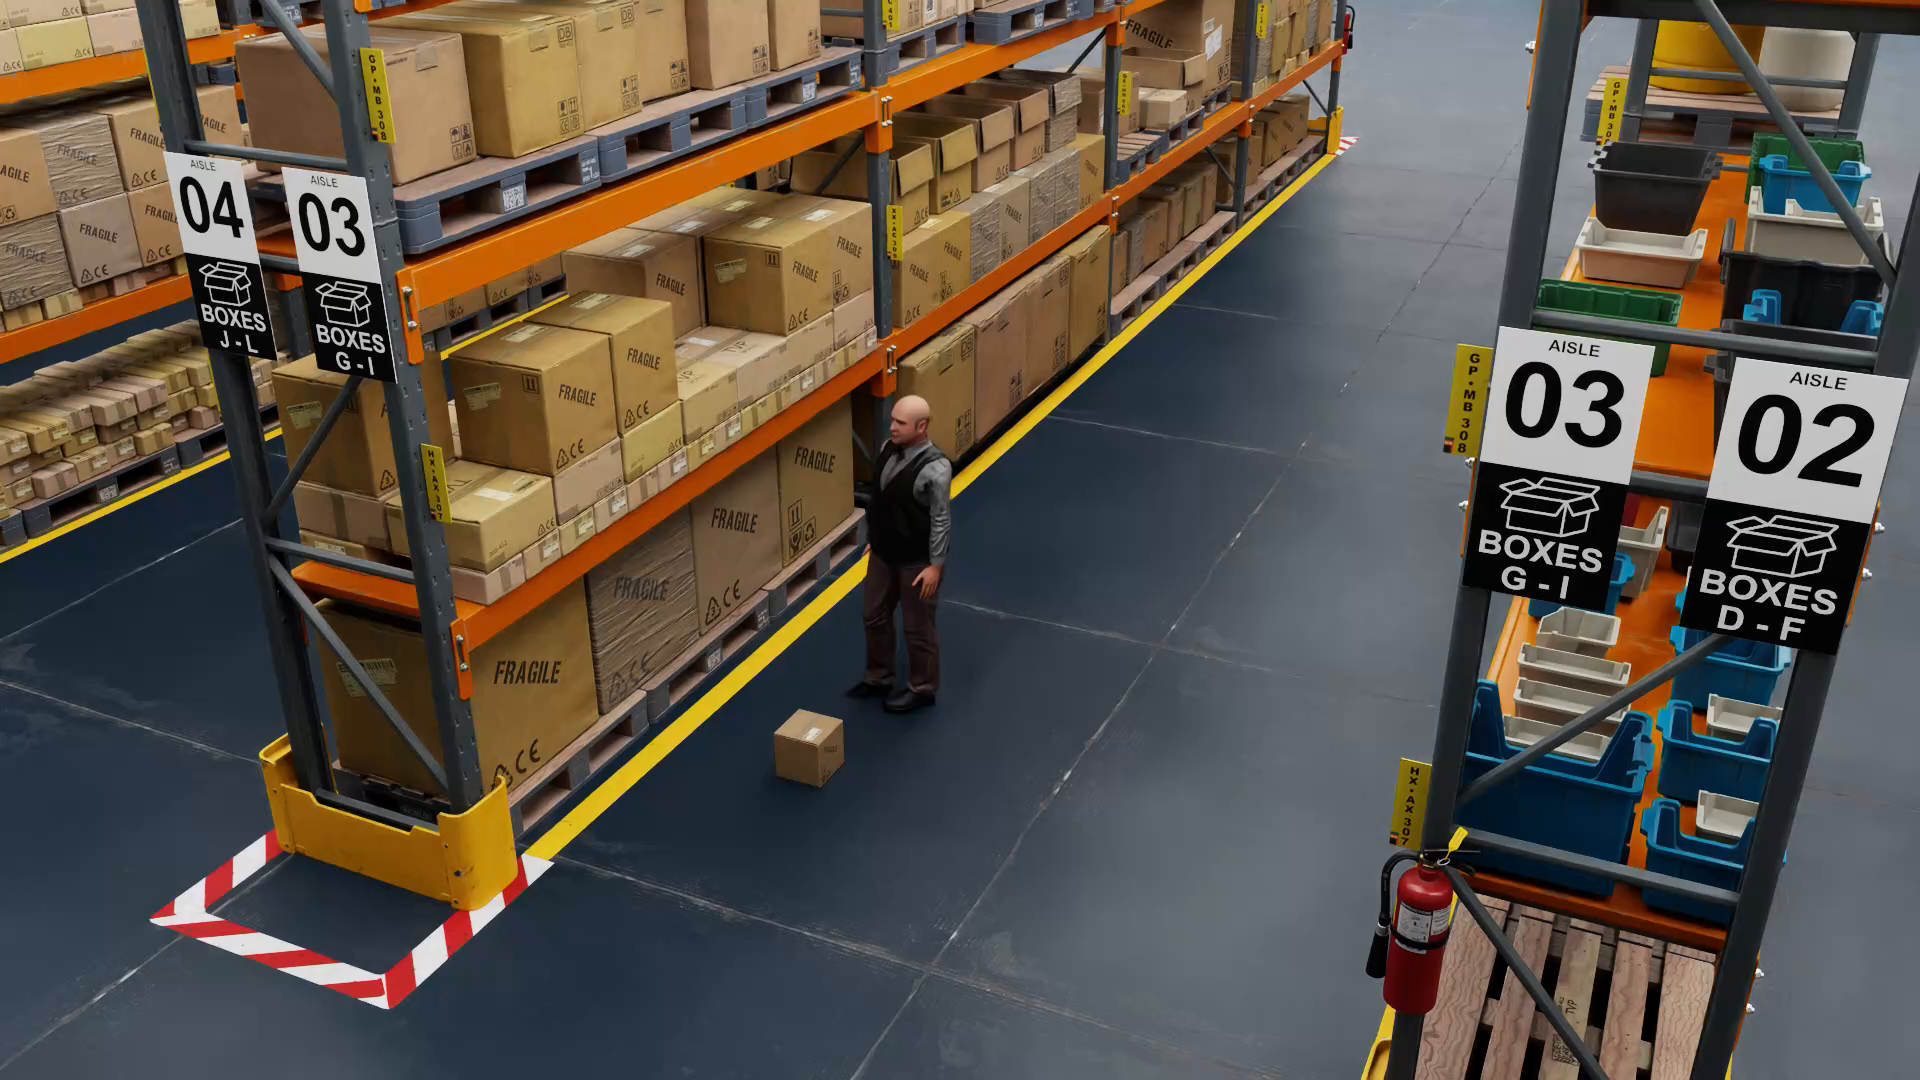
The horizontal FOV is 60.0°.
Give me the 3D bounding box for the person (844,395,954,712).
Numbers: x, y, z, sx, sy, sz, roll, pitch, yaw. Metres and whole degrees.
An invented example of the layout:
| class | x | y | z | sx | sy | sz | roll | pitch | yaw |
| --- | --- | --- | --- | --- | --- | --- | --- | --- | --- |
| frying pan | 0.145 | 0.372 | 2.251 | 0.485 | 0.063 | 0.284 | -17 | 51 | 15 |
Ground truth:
| class | x | y | z | sx | sy | sz | roll | pitch | yaw |
| --- | --- | --- | --- | --- | --- | --- | --- | --- | --- |
| person | -0.310 | 0.113 | 8.460 | 0.444 | 1.779 | 0.575 | -19 | 32 | -34 |
